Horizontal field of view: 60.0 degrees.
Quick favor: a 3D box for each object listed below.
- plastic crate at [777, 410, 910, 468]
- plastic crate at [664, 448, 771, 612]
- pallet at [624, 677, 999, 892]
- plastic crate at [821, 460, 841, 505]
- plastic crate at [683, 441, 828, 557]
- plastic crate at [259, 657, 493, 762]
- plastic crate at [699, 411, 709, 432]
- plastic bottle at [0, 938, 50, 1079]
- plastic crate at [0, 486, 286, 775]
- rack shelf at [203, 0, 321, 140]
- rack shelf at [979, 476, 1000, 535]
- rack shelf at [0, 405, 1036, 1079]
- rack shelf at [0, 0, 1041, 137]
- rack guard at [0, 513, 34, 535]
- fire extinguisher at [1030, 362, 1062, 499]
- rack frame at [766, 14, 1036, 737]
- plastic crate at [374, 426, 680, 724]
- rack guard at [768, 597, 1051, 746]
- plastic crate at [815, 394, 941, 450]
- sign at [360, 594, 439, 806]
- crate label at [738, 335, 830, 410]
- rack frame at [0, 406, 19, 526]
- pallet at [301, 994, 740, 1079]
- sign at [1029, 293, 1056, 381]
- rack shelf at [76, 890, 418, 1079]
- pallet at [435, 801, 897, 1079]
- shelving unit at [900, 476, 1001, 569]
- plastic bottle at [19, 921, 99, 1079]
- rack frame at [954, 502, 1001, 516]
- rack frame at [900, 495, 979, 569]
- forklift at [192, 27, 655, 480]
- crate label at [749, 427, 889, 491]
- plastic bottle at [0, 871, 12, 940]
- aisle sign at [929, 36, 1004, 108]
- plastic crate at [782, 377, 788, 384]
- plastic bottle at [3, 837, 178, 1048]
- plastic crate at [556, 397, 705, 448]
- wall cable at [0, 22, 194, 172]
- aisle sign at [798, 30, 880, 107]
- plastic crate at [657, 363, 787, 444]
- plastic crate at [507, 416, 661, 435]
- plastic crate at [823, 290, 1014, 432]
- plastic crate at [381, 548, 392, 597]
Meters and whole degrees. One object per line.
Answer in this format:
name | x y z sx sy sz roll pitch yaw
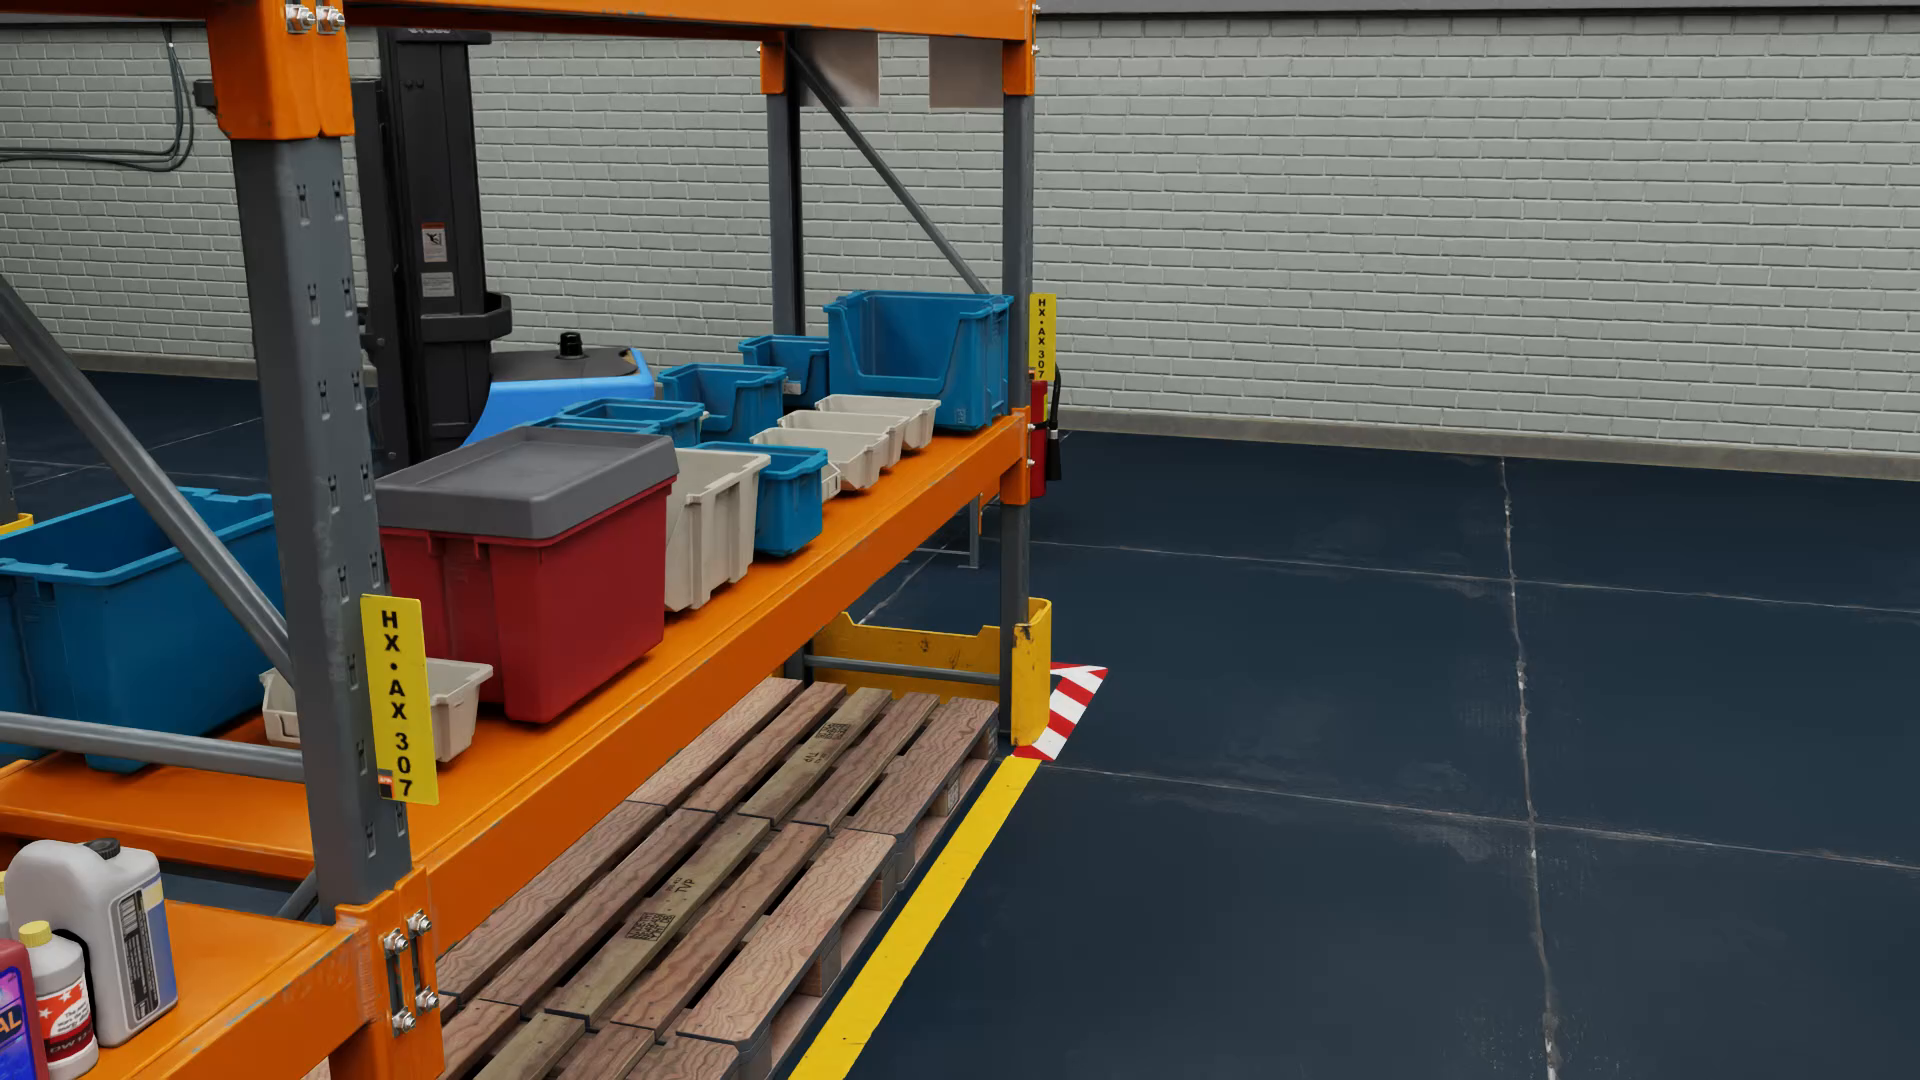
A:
plastic crate | -0.379 -0.316 5.321 0.396 0.136 0.243 5 16 16
plastic crate | -0.751 -0.027 4.035 0.437 0.282 0.530 5 16 16
pallet | -0.497 0.838 5.988 1.003 0.211 1.213 5 16 16
plastic crate | -0.501 -0.163 4.779 0.298 0.136 0.250 5 16 16
plastic crate | -0.563 -0.108 4.408 0.416 0.233 0.300 5 16 16
plastic crate | -1.092 0.317 3.086 0.396 0.136 0.243 5 16 16
plastic crate | -0.974 -0.324 5.349 0.250 0.136 0.298 5 16 16
plastic bottle | -1.186 0.578 2.007 0.061 0.283 0.133 5 16 16
plastic crate | -1.556 0.160 3.186 0.392 0.384 0.575 5 16 16
rack shelf | -1.930 -0.244 0.513 1.077 0.370 4.000 5 16 16
rack shelf | 0.002 -0.308 9.249 0.538 0.278 1.000 5 16 16
rack shelf | -0.793 0.153 4.611 1.077 0.370 4.000 5 16 16
rack shelf | -0.793 -1.290 4.202 1.077 0.370 4.000 5 16 16
rack guard | -4.995 0.121 7.987 1.175 0.500 0.348 5 16 16
fire extinguisher | 0.254 -0.504 6.434 0.296 0.674 0.183 5 16 16
rack frame | -0.225 -0.716 6.358 1.000 3.000 0.127 5 16 16
plastic crate | -0.868 0.056 3.407 0.402 0.464 0.583 5 16 16
rack guard | -0.231 0.479 6.725 1.175 0.500 0.348 5 16 16
plastic crate | -0.283 -0.391 5.584 0.396 0.136 0.243 5 16 16
sign | -0.835 0.240 2.479 0.100 0.325 0.005 5 16 16
crate label | -0.611 -0.626 6.235 0.416 0.233 0.303 5 16 16
rack frame | -4.973 -1.101 7.716 1.000 3.000 0.127 5 16 16
pallet | -1.190 1.476 3.738 1.003 0.211 1.213 5 16 16
sign | 0.307 -0.756 6.200 0.100 0.325 0.005 5 16 16
rack shelf | -1.930 1.199 0.922 1.077 0.370 4.000 5 16 16
pallet | -0.845 1.156 4.867 1.003 0.211 1.213 5 16 16
shelving unit | 0.002 -0.543 9.182 0.538 1.125 1.048 5 16 16
plastic bottle | -1.170 0.586 2.129 0.097 0.201 0.097 0 16 0
rack frame | 0.146 -0.676 9.651 0.500 1.125 0.032 5 16 16
rack frame | -0.143 -0.410 8.713 0.500 1.125 0.032 5 16 16
forklift | -3.094 -1.219 8.254 3.031 2.935 1.130 -4 16 -14
crate label | -0.435 -0.242 5.057 0.396 0.136 0.243 5 16 16
plastic bottle | -1.289 0.549 2.261 0.097 0.201 0.097 0 16 0
aisle sign | 0.076 -1.963 5.990 0.394 0.787 0.004 5 16 16
plastic crate | -0.781 -0.502 5.975 0.250 0.136 0.298 5 16 16
plastic bottle | -1.164 0.518 2.233 0.152 0.276 0.135 5 16 16
plastic crate | -0.985 -0.281 5.020 0.416 0.233 0.300 5 16 16
wall cable | -7.774 -4.329 13.791 3.097 2.526 0.112 5 16 16
aisle sign | -0.489 -2.009 6.151 0.394 0.787 0.004 5 16 16
plastic crate | -0.798 -0.453 5.628 0.416 0.233 0.300 5 16 16
plastic crate | -1.070 -0.203 4.744 0.416 0.233 0.300 5 16 16
plastic crate | -0.141 -0.660 5.985 0.616 0.435 0.499 5 16 16
plastic crate | -1.301 0.120 3.804 0.437 0.125 0.590 5 16 16
